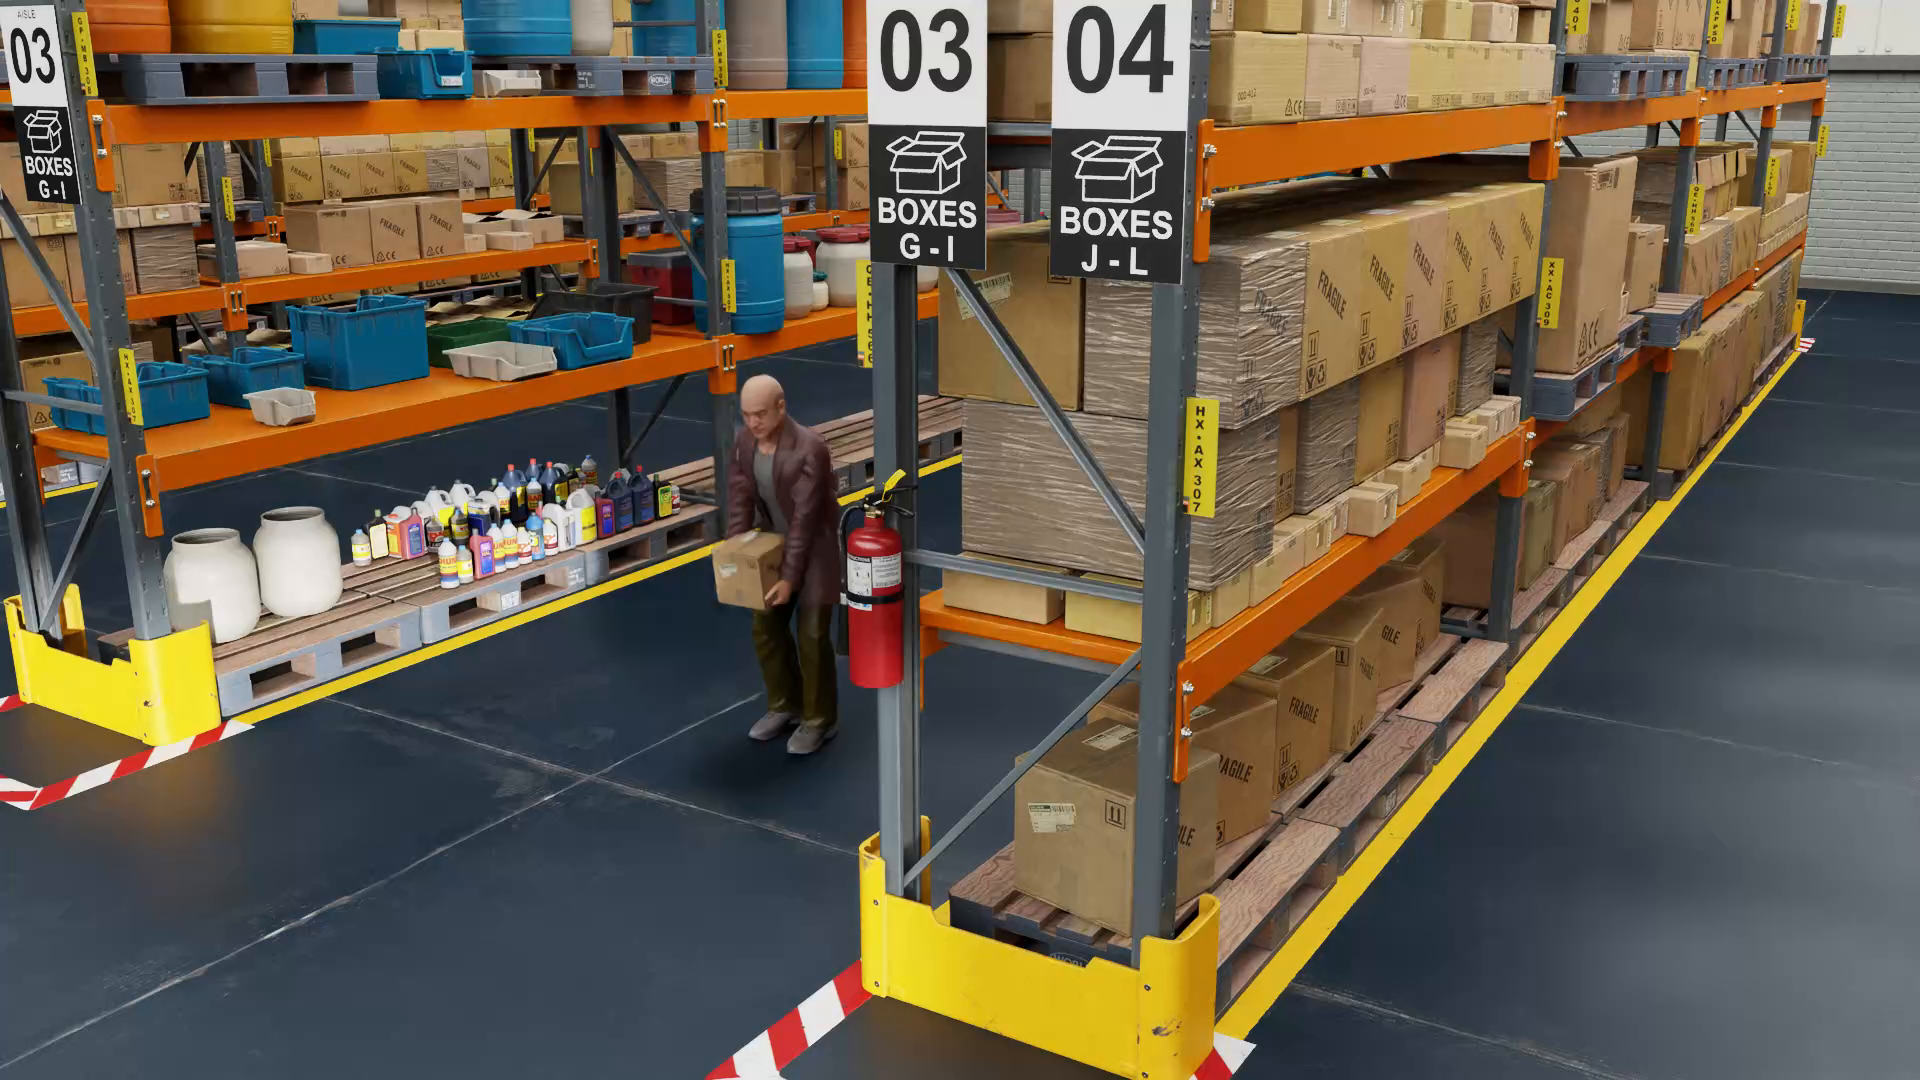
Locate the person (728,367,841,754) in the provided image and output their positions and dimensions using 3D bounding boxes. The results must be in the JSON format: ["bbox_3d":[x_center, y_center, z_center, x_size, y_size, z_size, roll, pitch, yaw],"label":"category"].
[{"bbox_3d":[-0.778,0.083,7.345,0.528,1.743,0.603,9,18,29],"label":"person"}]
